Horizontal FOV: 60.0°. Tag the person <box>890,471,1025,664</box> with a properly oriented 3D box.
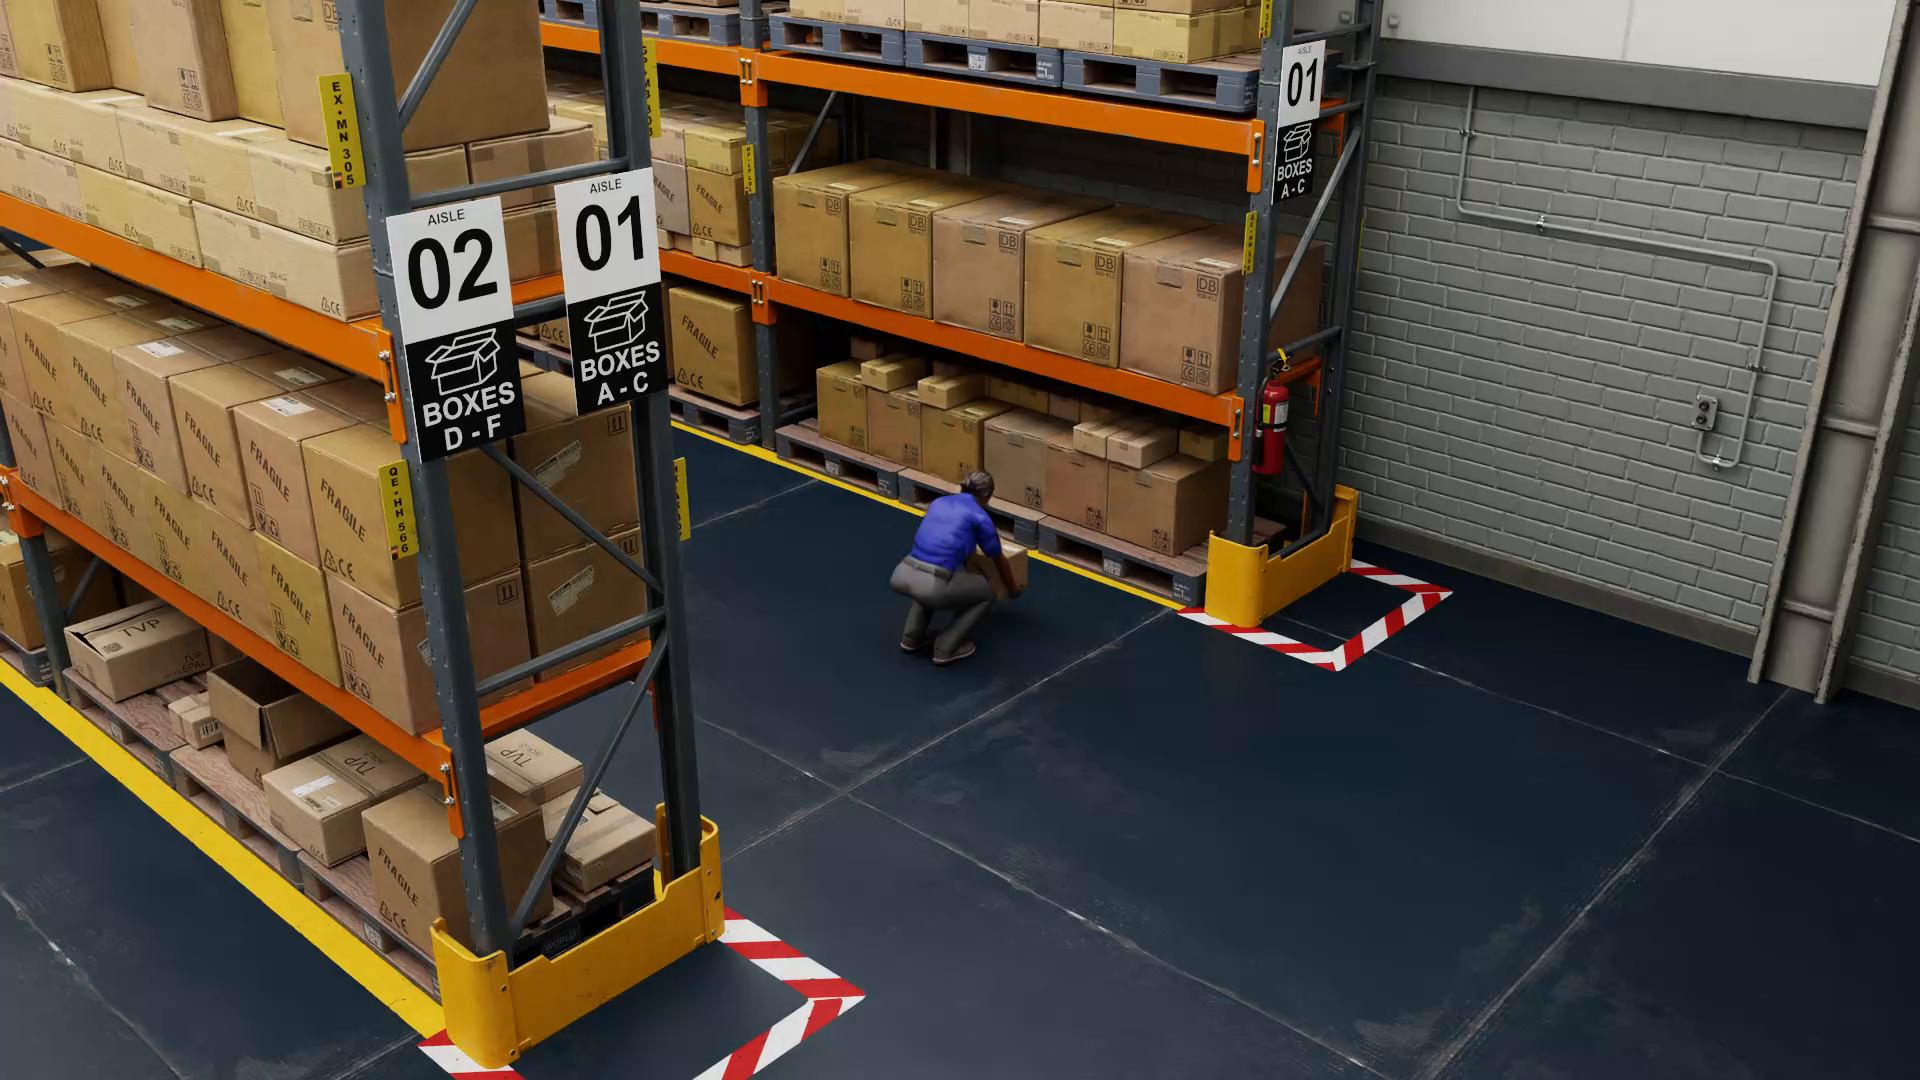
[{"bbox_3d":[-0.023,0.141,9.191,0.459,0.939,0.860,19,30,36],"label":"person"}]
